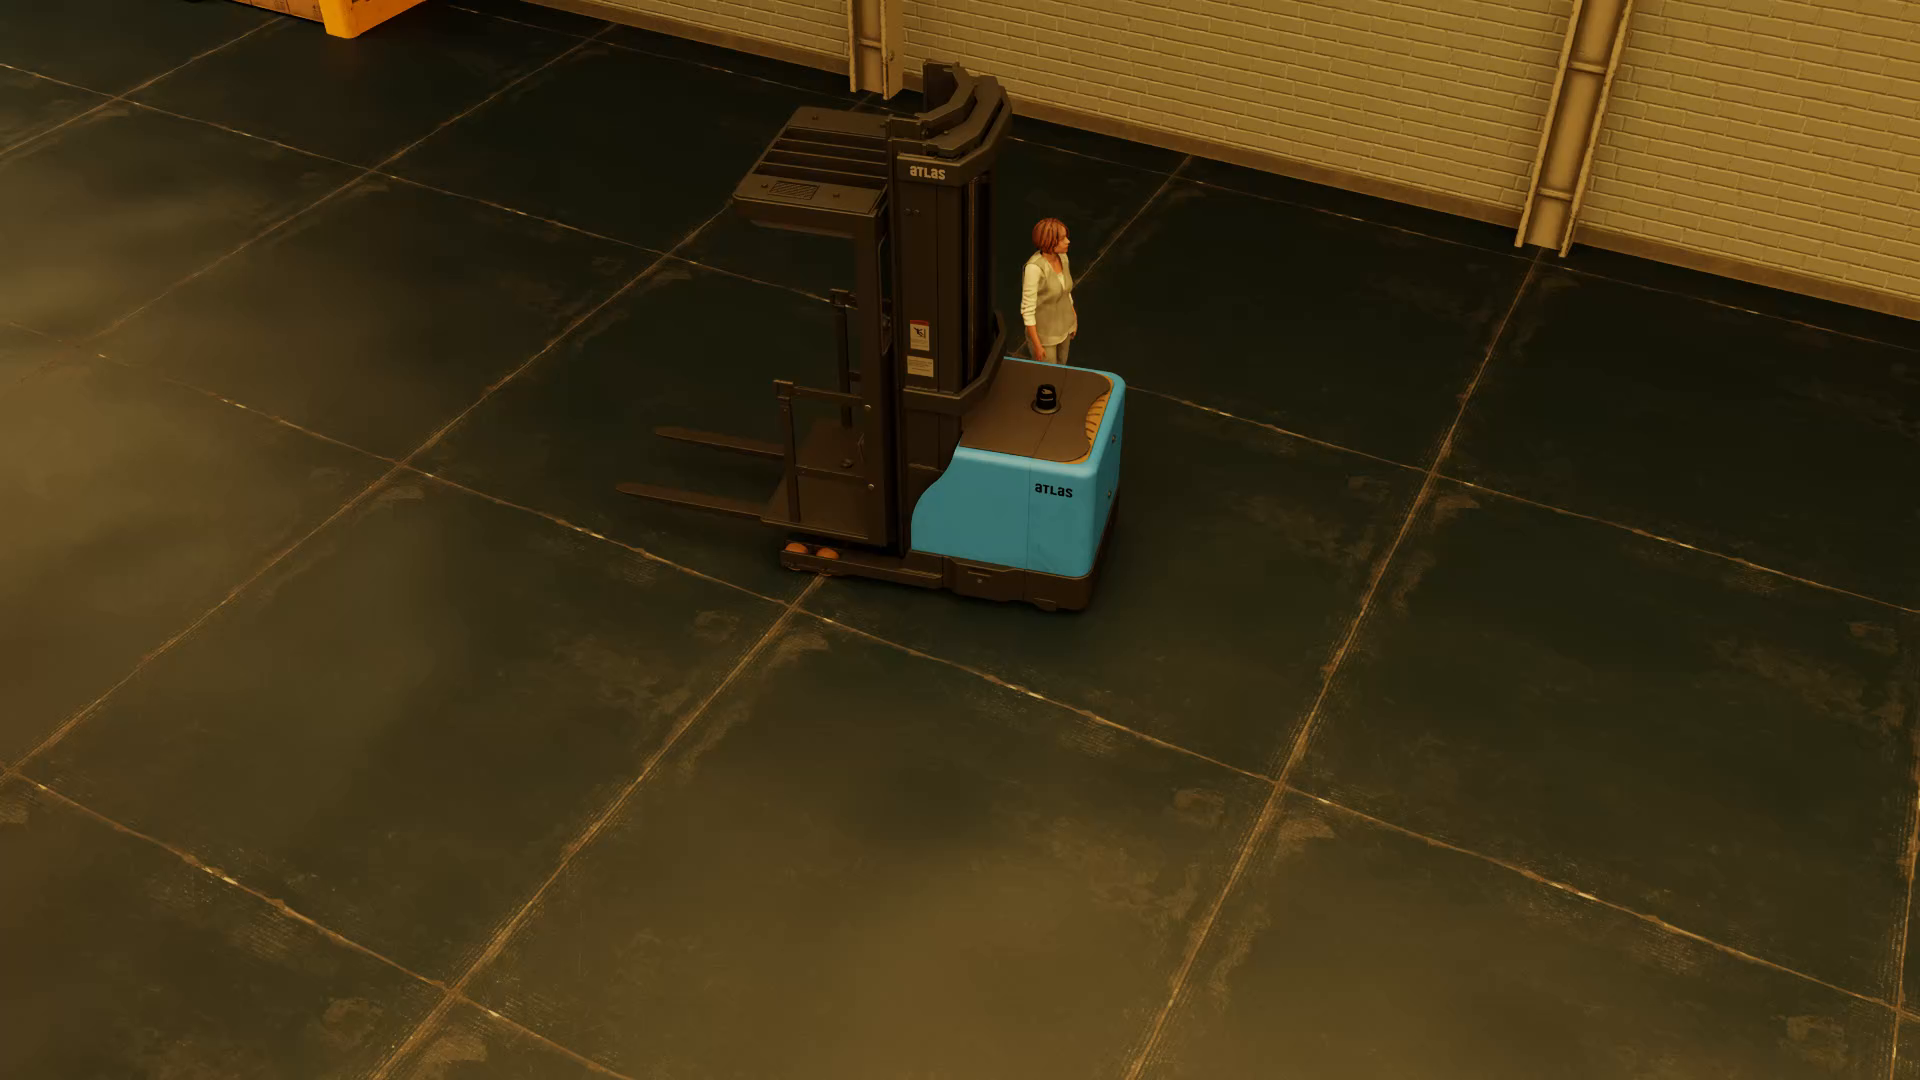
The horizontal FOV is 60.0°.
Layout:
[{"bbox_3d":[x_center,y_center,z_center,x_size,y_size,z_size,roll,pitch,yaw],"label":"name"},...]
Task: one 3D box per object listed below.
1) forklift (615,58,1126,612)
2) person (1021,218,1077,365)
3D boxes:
[{"bbox_3d":[-0.590,-1.223,9.439,3.031,2.935,1.130,10,41,11],"label":"forklift"},{"bbox_3d":[0.631,-1.268,10.516,0.473,1.600,0.520,22,45,24],"label":"person"}]
